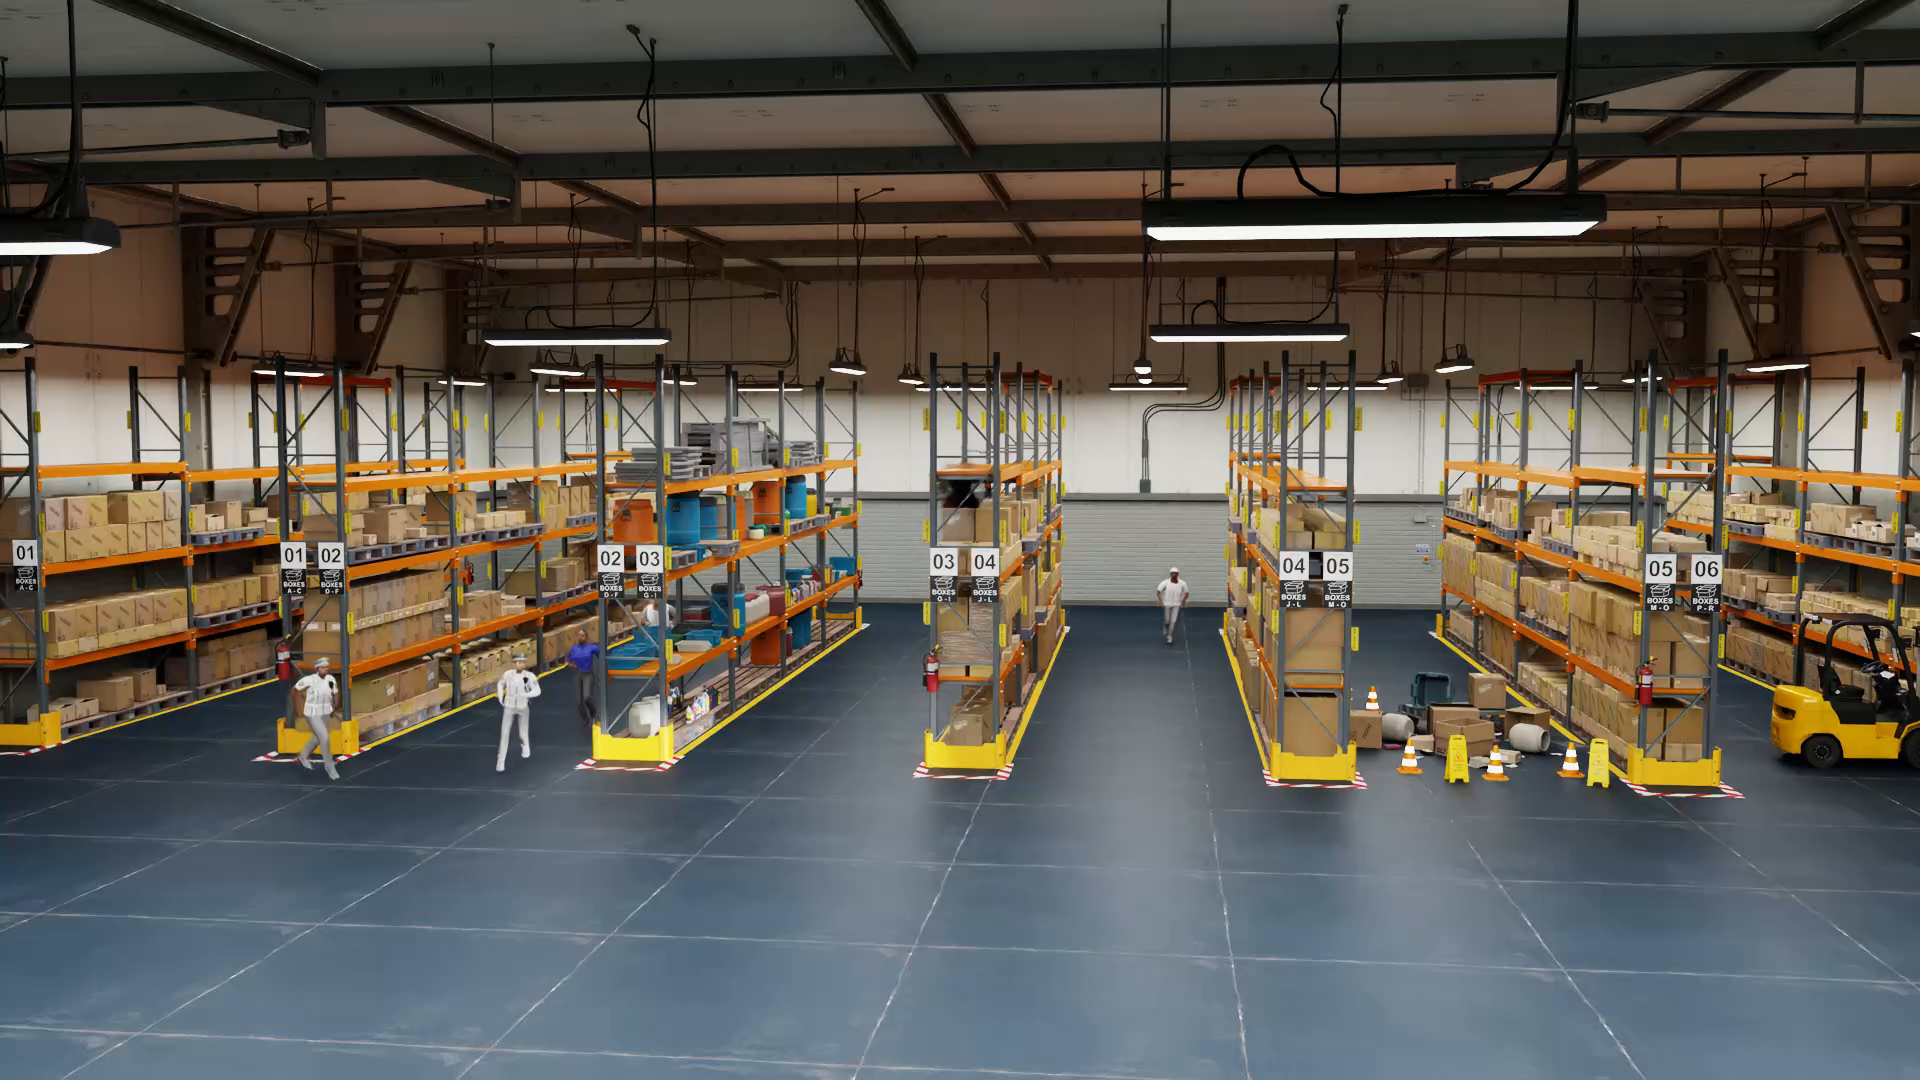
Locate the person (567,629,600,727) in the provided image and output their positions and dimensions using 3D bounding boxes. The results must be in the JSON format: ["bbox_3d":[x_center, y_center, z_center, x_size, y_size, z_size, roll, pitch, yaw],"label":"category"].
[{"bbox_3d":[-6.110,2.266,27.044,0.569,1.627,0.655,0,4,5],"label":"person"}]

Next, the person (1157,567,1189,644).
[{"bbox_3d":[4.837,1.483,37.790,0.732,1.728,0.761,0,4,4],"label":"person"}]

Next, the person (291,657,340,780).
[{"bbox_3d":[-9.105,2.504,23.545,0.913,1.733,0.600,3,5,35],"label":"person"}]

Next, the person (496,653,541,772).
[{"bbox_3d":[-6.433,2.470,24.244,0.633,1.679,0.911,-1,4,-10],"label":"person"}]

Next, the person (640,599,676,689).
[{"bbox_3d":[-5.762,1.884,31.721,0.646,1.837,0.970,1,4,9],"label":"person"}]
